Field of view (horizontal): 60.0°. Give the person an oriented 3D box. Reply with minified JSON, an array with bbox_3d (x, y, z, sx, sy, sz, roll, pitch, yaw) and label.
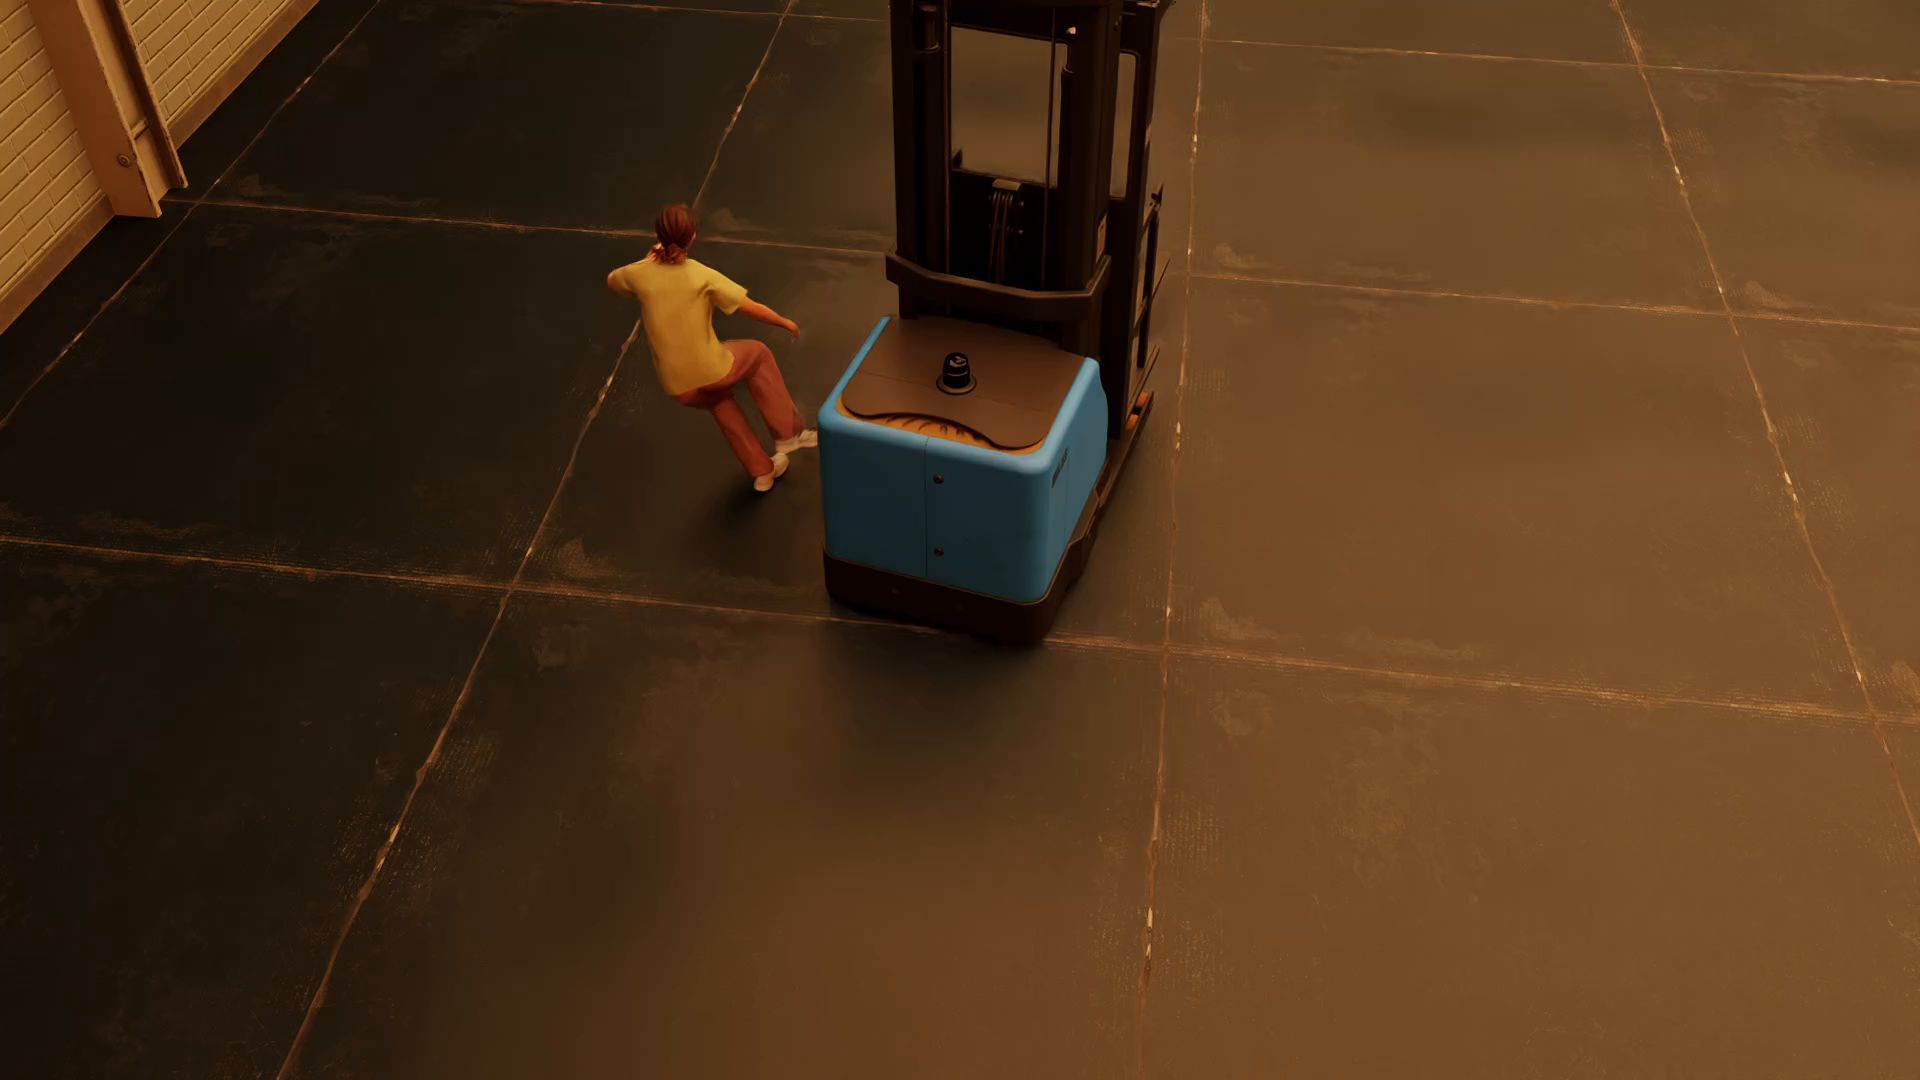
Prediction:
[{"bbox_3d":[-1.134,-0.956,7.873,0.990,1.434,0.819,-4,43,-5],"label":"person"}]

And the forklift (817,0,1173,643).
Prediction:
[{"bbox_3d":[0.354,-1.636,7.506,1.130,2.935,3.031,13,44,14],"label":"forklift"}]
